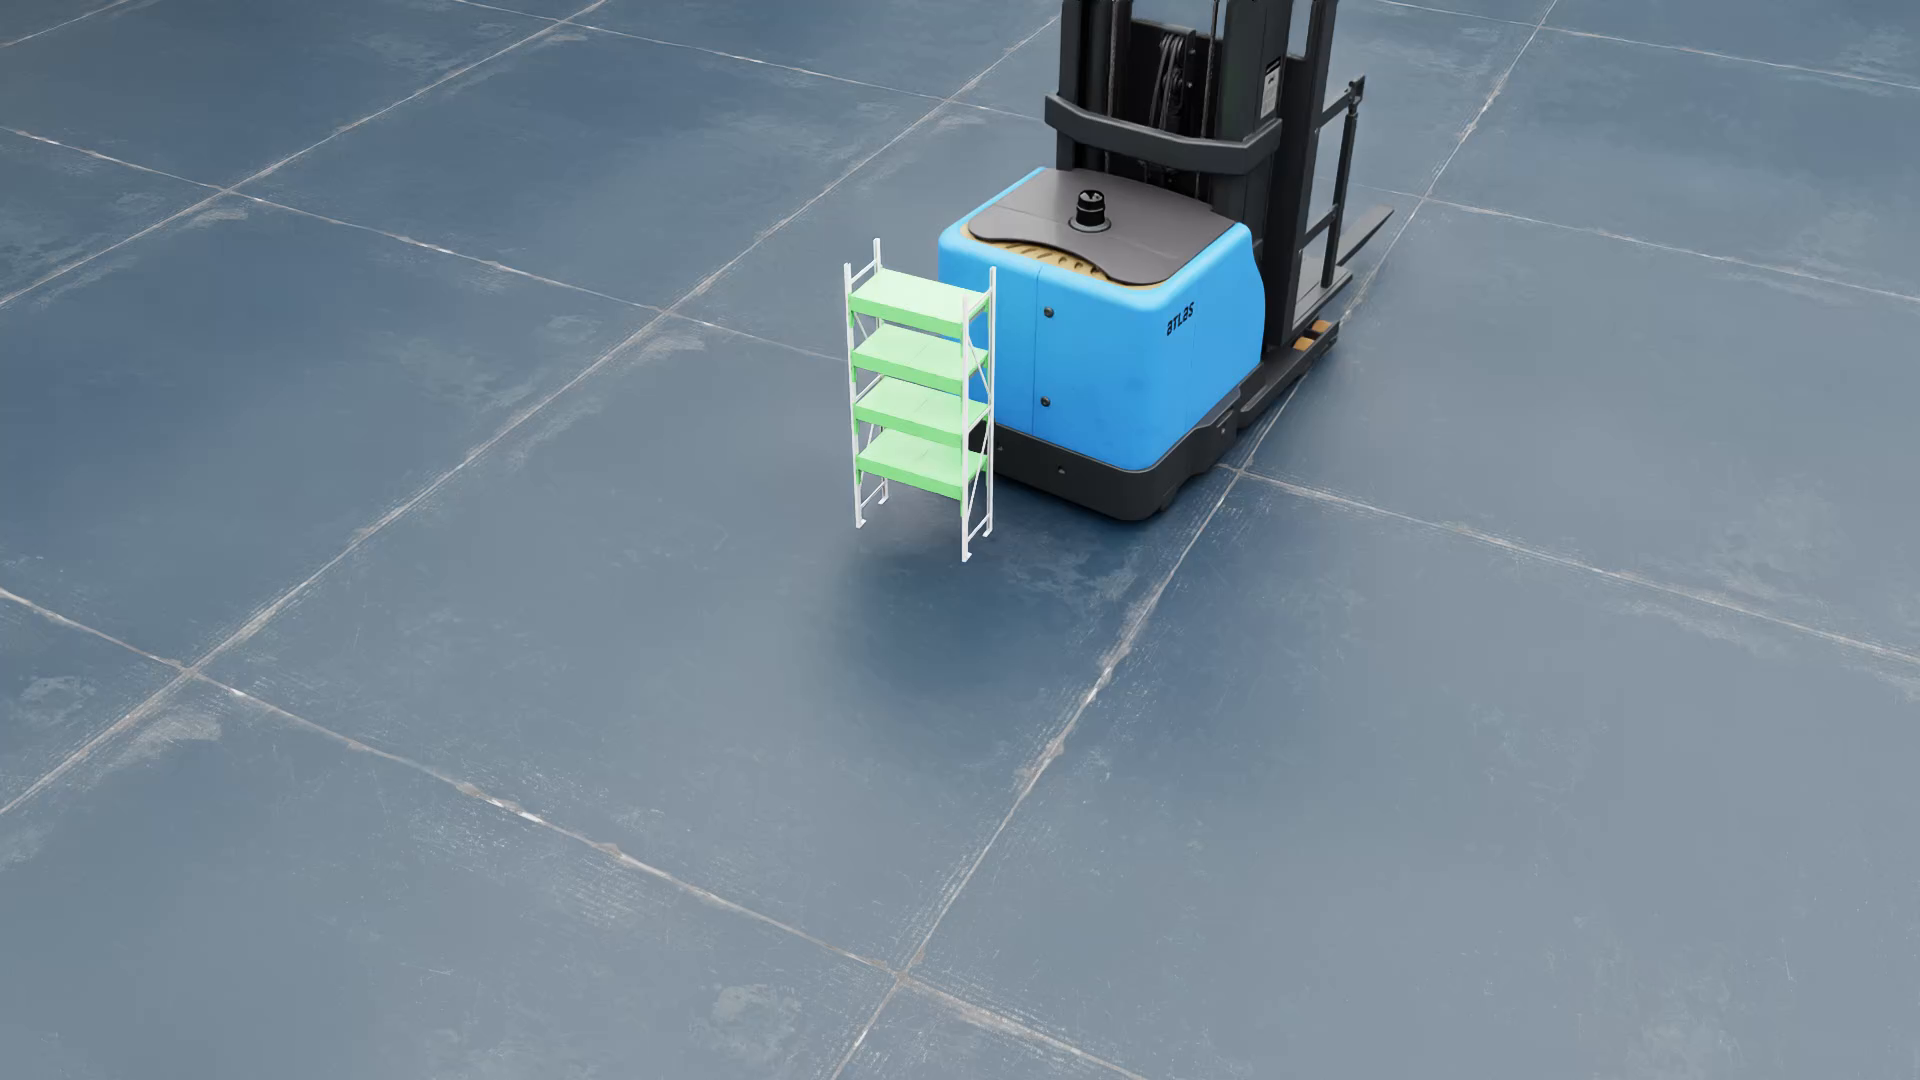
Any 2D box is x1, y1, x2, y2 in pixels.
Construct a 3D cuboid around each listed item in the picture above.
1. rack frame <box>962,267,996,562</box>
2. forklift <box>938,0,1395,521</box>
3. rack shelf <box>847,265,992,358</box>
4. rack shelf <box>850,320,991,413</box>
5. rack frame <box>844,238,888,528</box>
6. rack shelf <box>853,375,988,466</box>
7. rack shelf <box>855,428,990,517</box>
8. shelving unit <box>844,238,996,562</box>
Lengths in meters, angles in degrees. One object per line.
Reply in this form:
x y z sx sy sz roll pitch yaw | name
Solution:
0.070 -0.456 6.358 0.015 1.200 0.240 17 41 21 | rack frame
1.142 -2.096 7.088 1.130 2.935 3.031 22 43 27 | forklift
-0.147 -0.855 6.196 0.480 0.148 0.258 17 41 21 | rack shelf
-0.147 -0.664 6.341 0.480 0.148 0.258 17 41 21 | rack shelf
-0.364 -0.592 6.537 0.015 1.200 0.240 17 41 21 | rack frame
-0.147 -0.473 6.487 0.480 0.148 0.258 17 41 21 | rack shelf
-0.147 -0.282 6.632 0.480 0.148 0.258 17 41 21 | rack shelf
-0.147 -0.524 6.448 0.503 1.200 0.258 17 41 21 | shelving unit
